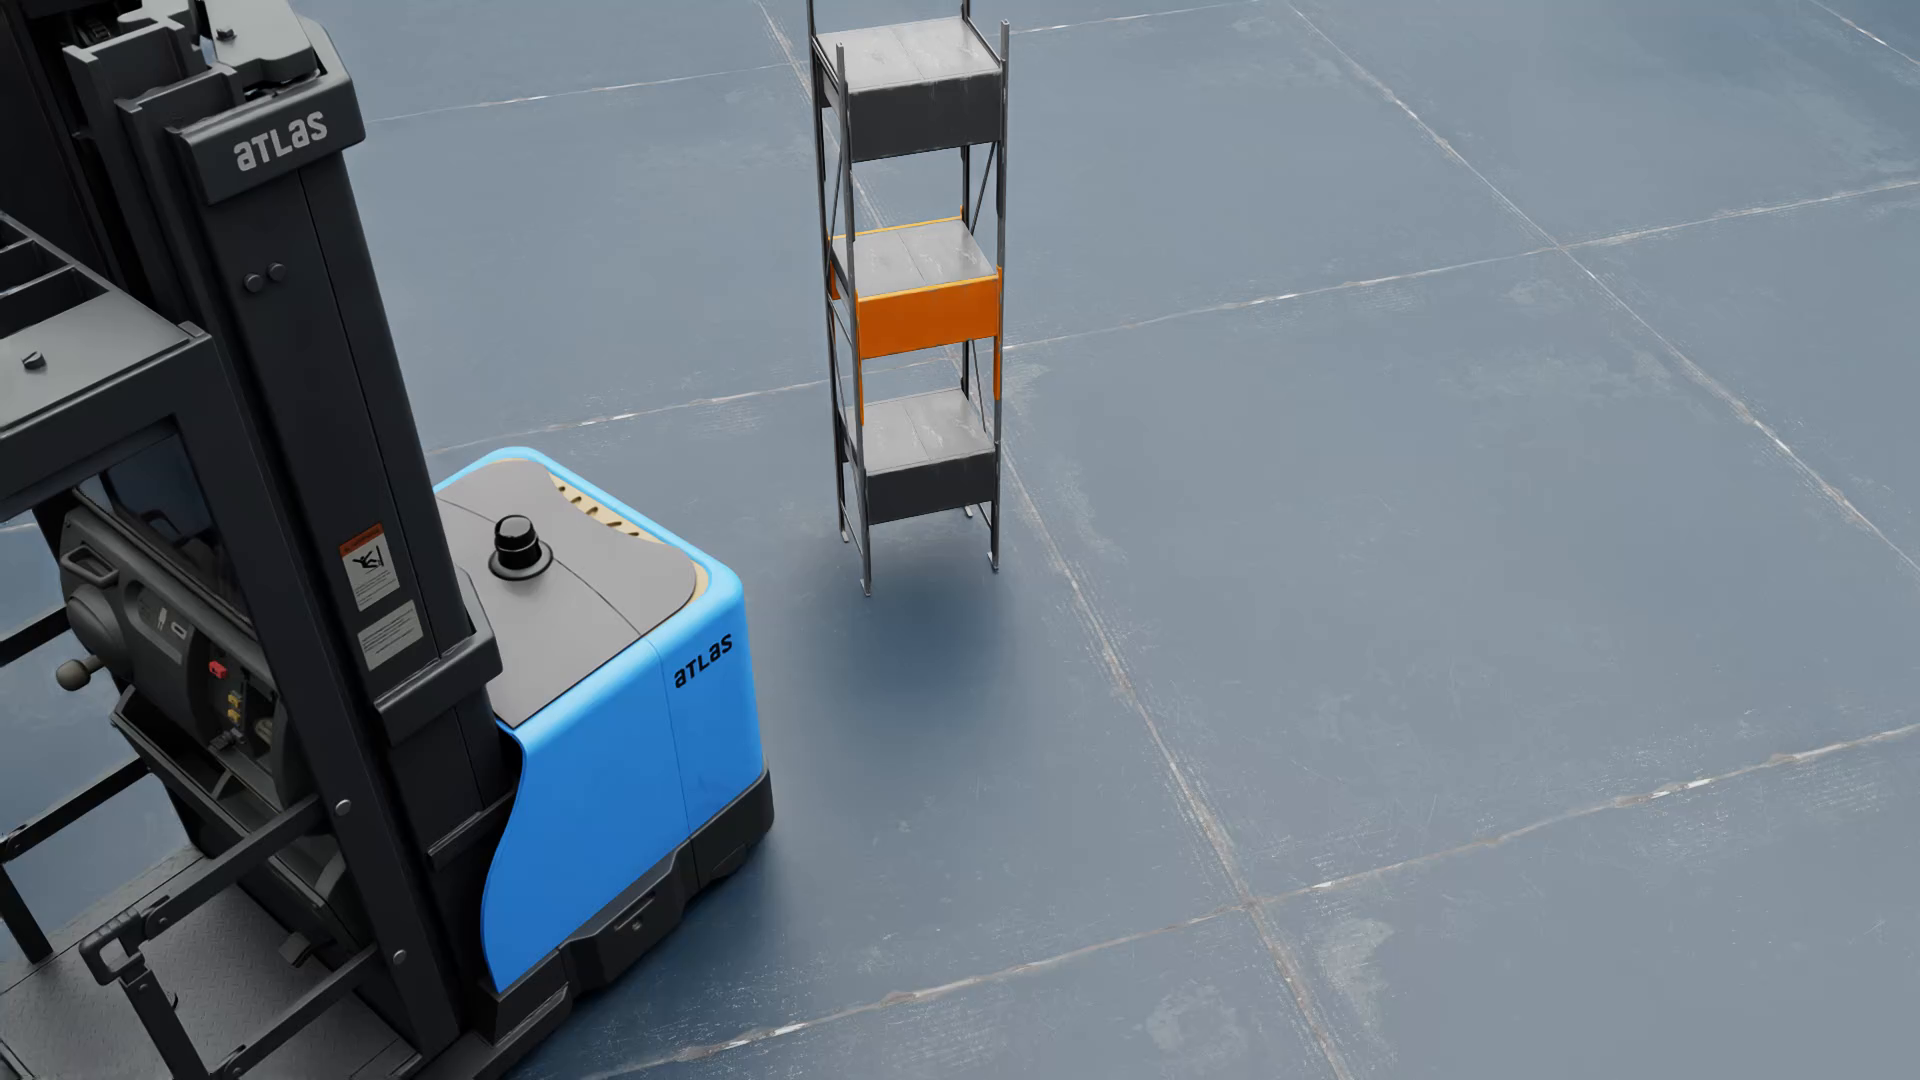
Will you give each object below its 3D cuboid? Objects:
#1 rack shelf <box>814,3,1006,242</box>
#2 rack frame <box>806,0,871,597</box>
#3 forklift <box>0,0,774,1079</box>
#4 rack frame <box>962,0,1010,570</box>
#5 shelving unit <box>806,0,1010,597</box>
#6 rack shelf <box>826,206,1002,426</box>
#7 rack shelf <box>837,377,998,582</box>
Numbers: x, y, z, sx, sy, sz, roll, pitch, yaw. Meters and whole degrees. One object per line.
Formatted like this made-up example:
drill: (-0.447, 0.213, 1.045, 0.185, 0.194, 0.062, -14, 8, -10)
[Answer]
rack shelf: (-0.158, -1.275, 5.070, 0.480, 0.518, 0.431, -12, 42, -13)
rack frame: (-0.391, -0.710, 5.467, 0.015, 2.100, 0.400, -12, 42, -13)
forklift: (-1.904, 0.348, 3.625, 1.130, 2.935, 3.031, 29, 49, 29)
rack frame: (0.075, -0.806, 5.577, 0.015, 2.100, 0.400, -12, 42, -13)
shelving unit: (-0.158, -0.758, 5.522, 0.503, 2.100, 0.431, -12, 42, -13)
rack shelf: (-0.158, -0.748, 5.531, 0.480, 0.518, 0.431, -12, 42, -13)
rack shelf: (-0.158, -0.221, 5.991, 0.480, 0.518, 0.431, -12, 42, -13)
